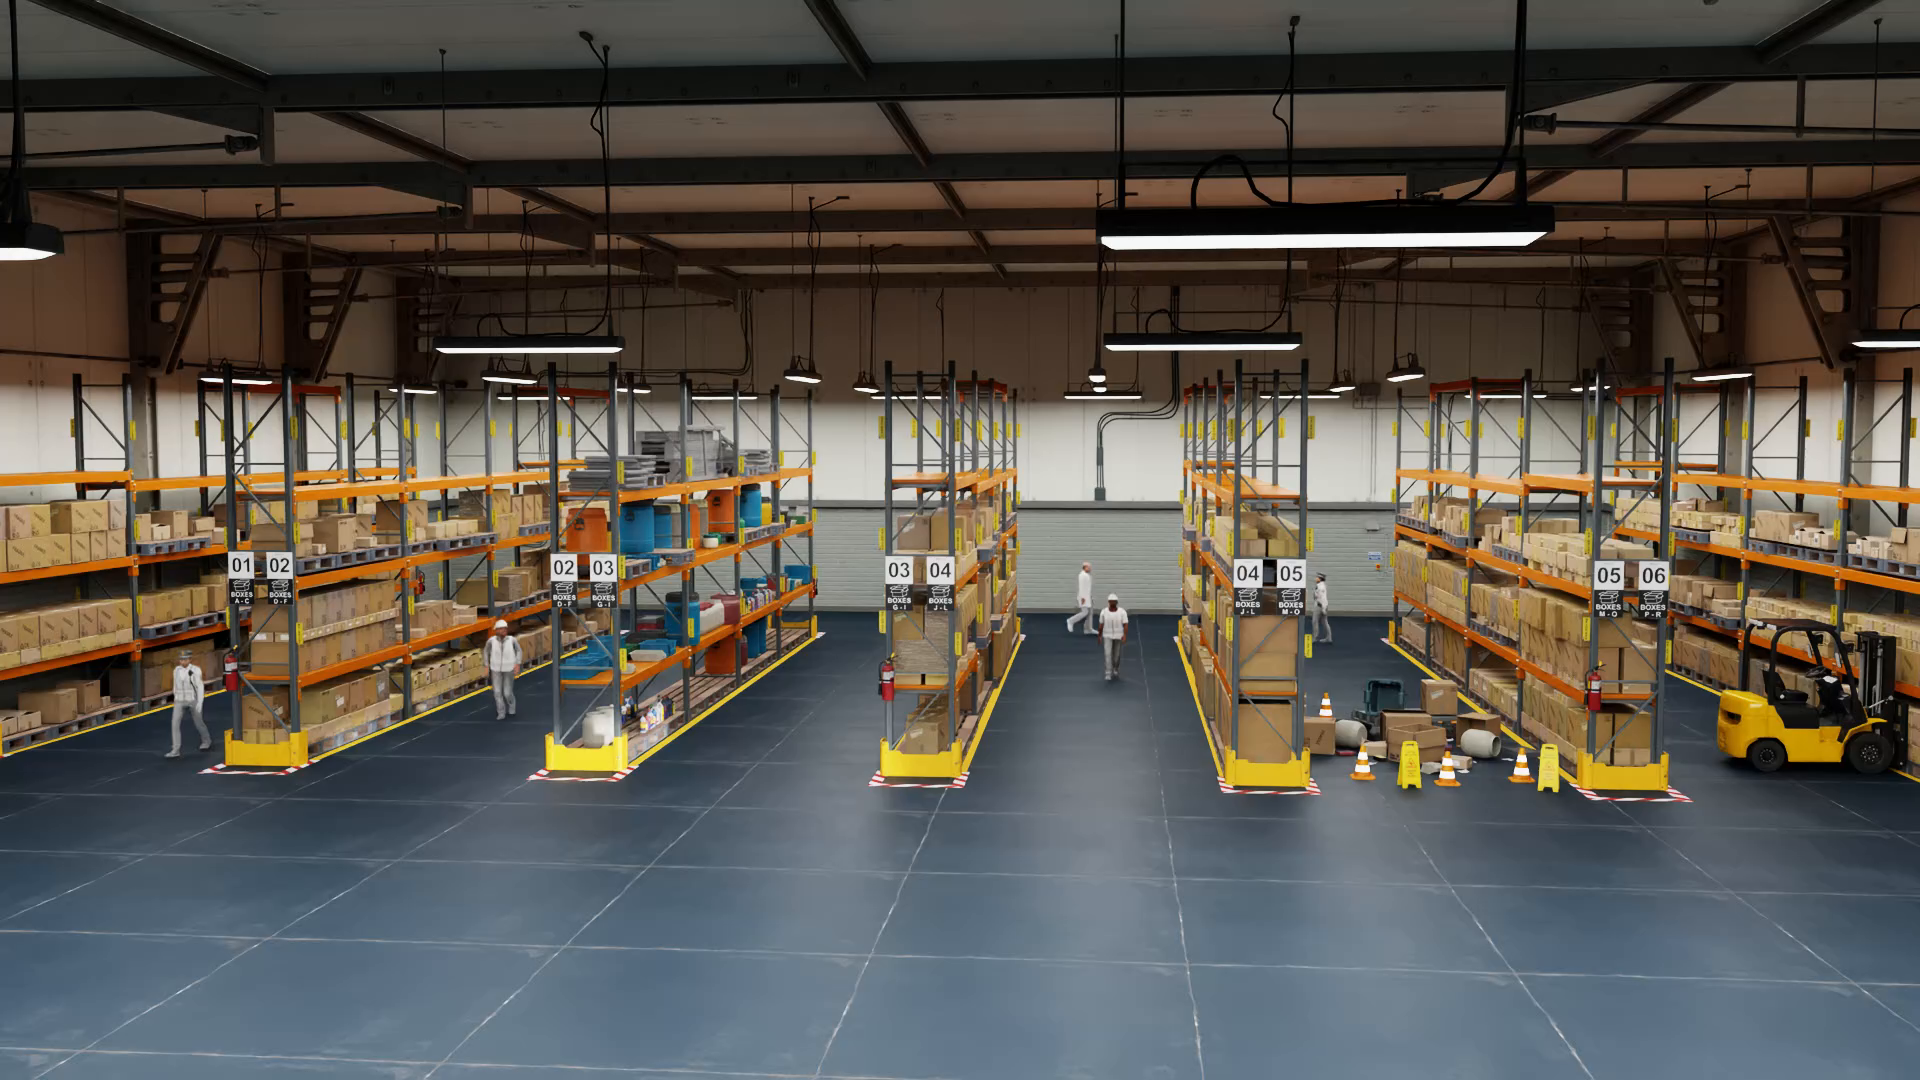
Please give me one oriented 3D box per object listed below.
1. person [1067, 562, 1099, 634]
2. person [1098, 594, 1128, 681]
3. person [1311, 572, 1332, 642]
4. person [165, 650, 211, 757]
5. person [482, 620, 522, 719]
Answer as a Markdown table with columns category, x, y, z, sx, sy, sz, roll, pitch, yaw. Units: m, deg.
| category | x | y | z | sx | sy | sz | roll | pitch | yaw |
| --- | --- | --- | --- | --- | --- | --- | --- | --- | --- |
| person | 3.020 | 1.424 | 40.830 | 0.754 | 1.768 | 0.644 | 1 | 4 | 21 |
| person | 3.076 | 1.935 | 33.299 | 0.594 | 1.697 | 1.092 | 0 | 4 | 0 |
| person | 8.466 | 1.594 | 39.197 | 0.637 | 1.693 | 0.510 | 1 | 4 | 18 |
| person | -11.943 | 2.497 | 25.726 | 0.491 | 1.626 | 0.871 | 0 | 4 | -7 |
| person | -7.970 | 2.238 | 28.970 | 0.657 | 1.725 | 0.606 | 0 | 4 | -2 |
